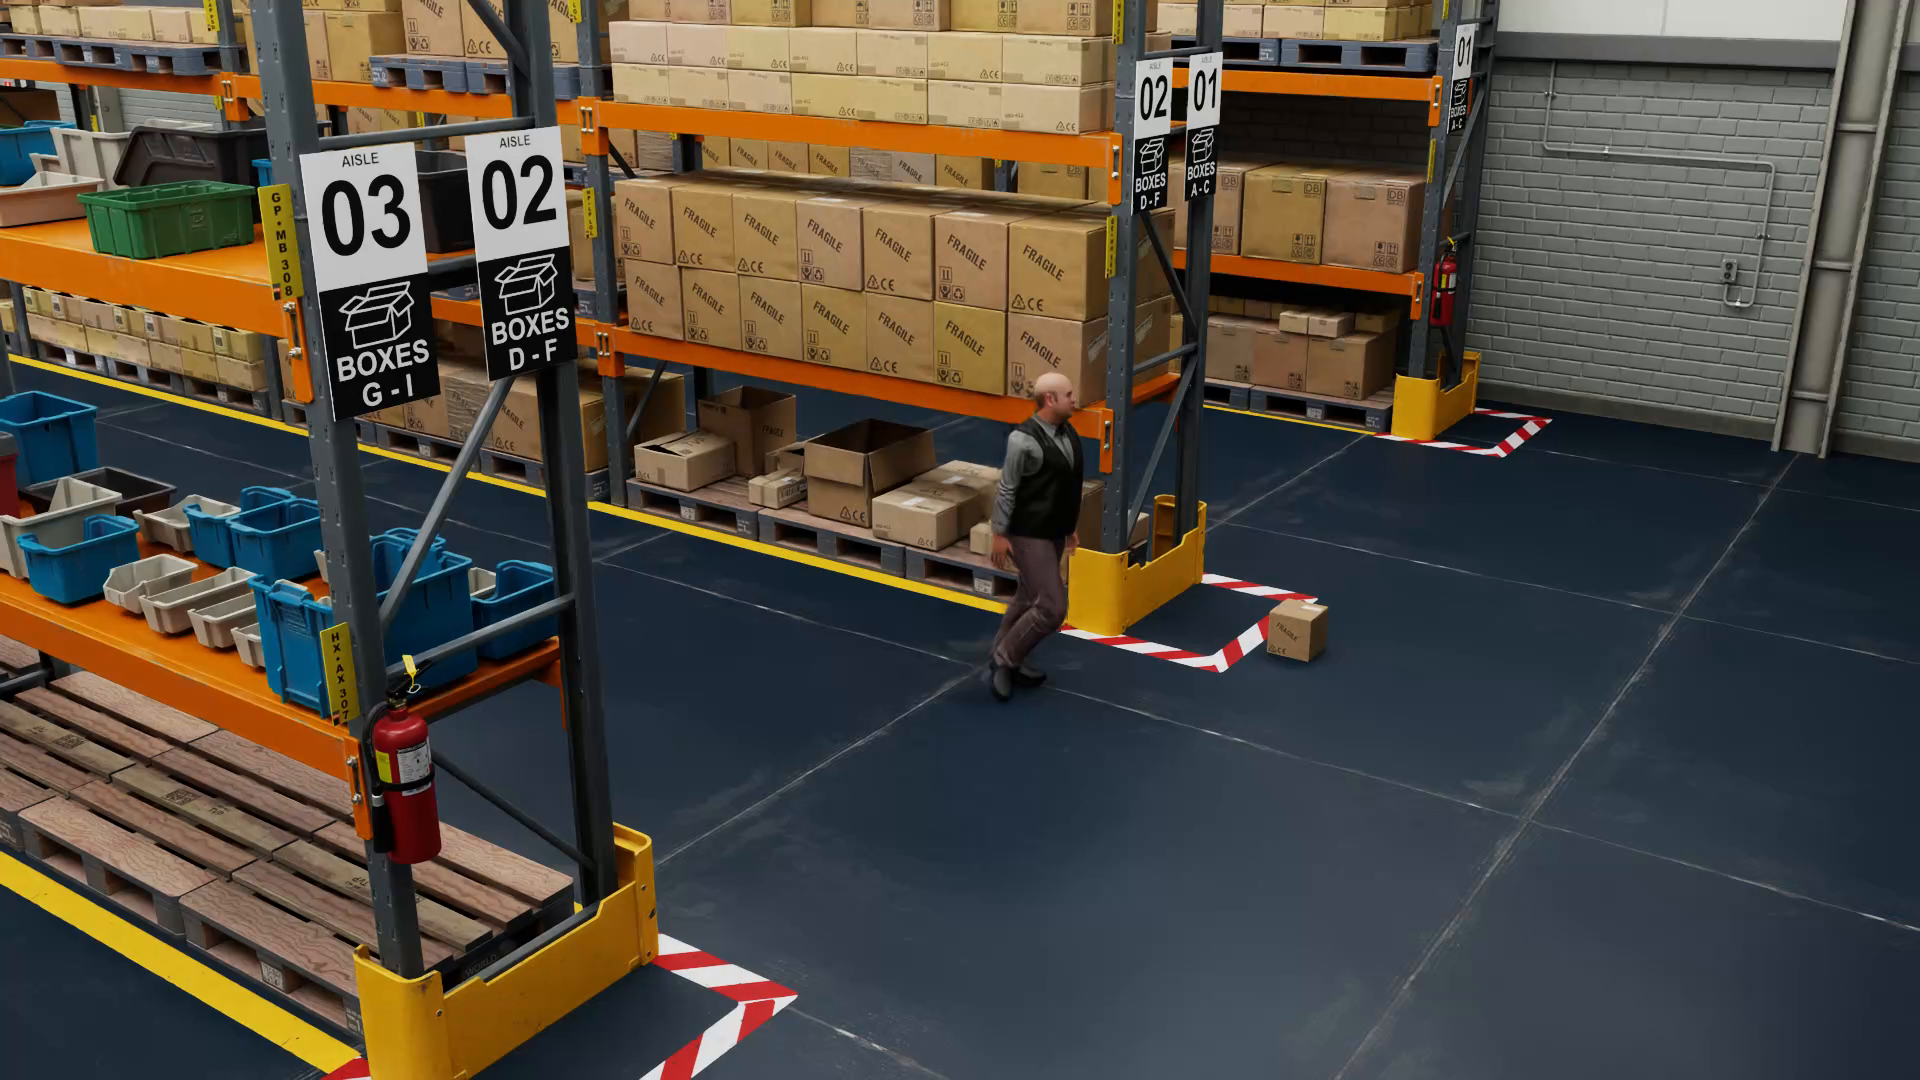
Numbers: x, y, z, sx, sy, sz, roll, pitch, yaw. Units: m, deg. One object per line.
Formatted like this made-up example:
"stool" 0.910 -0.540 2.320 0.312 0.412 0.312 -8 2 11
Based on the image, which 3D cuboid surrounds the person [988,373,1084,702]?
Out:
"person" 0.381 -0.025 8.623 0.508 1.708 0.649 11 22 27
